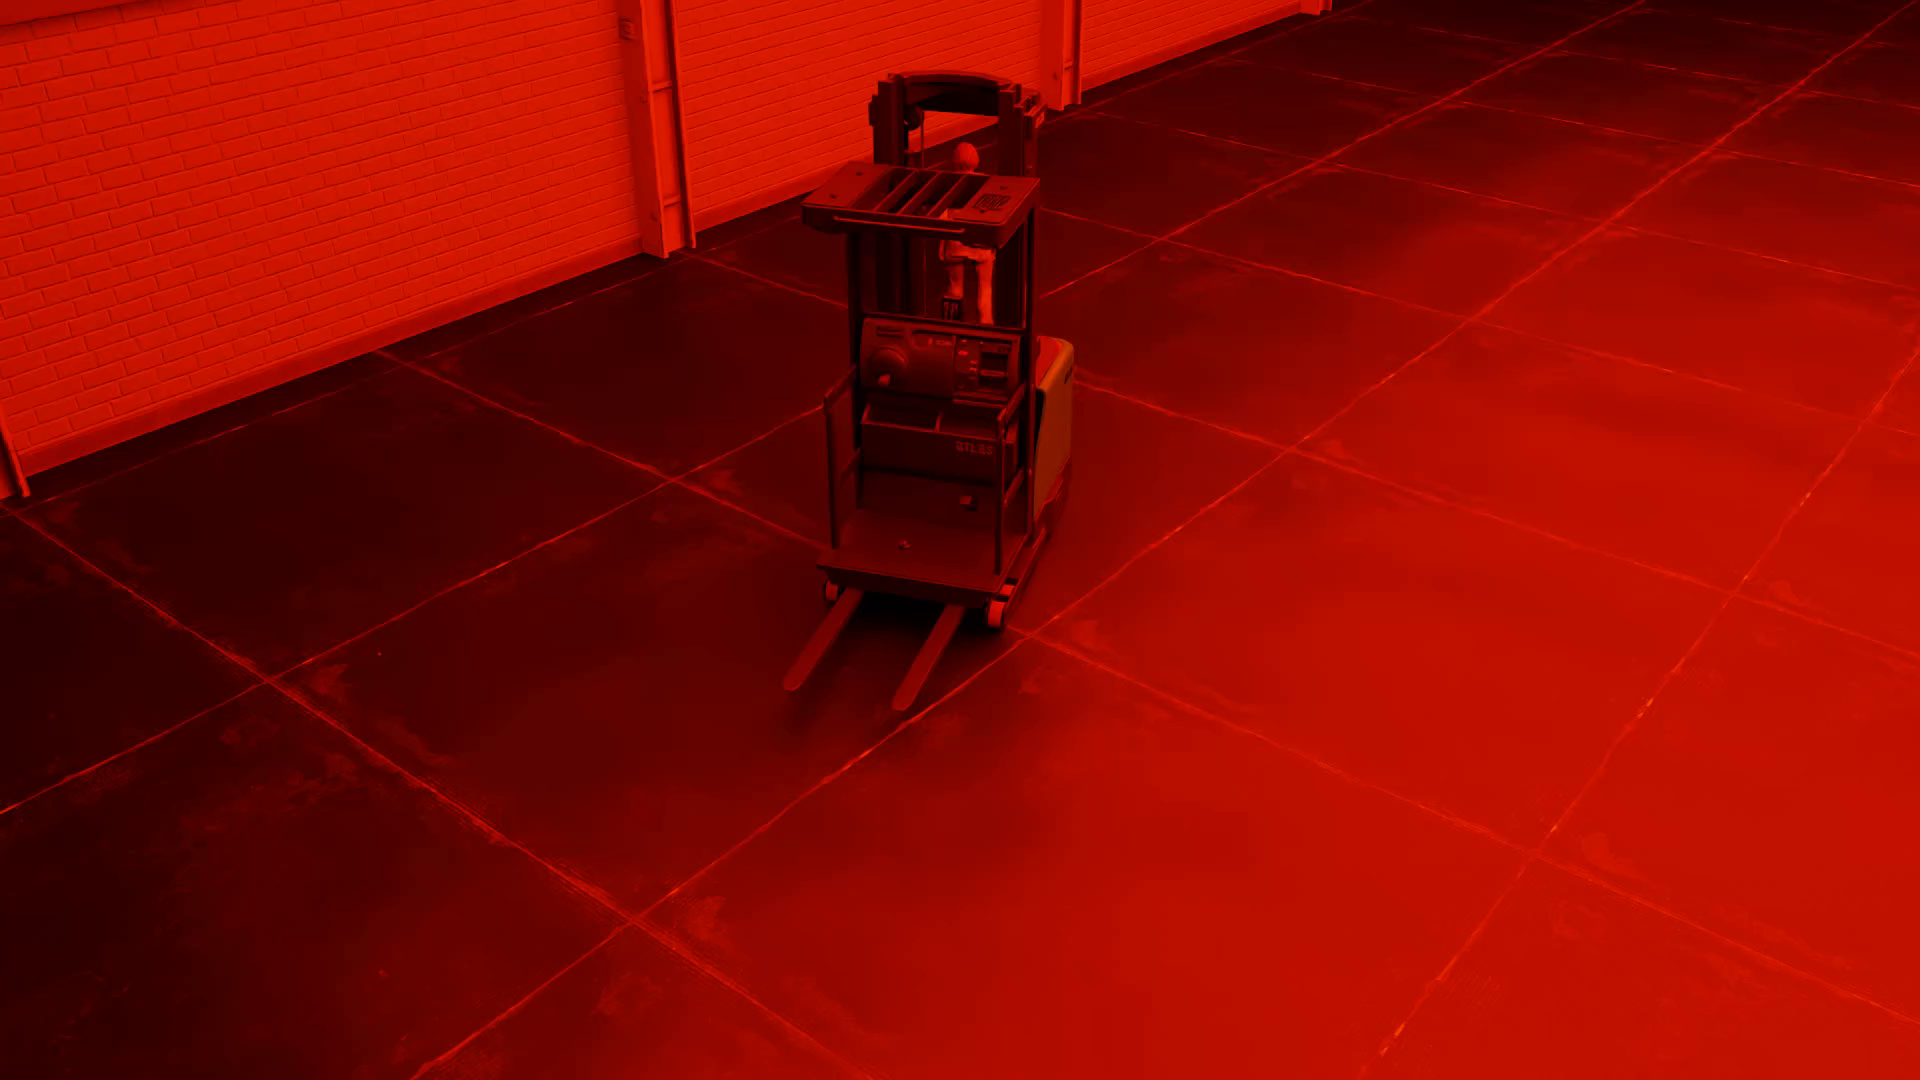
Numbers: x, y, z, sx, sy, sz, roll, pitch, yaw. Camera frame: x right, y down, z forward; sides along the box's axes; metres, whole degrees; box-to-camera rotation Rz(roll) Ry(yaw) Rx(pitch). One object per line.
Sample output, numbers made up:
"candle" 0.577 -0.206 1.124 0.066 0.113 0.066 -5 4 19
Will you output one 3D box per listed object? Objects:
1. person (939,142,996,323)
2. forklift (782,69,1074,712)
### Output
"person" 0.064 -2.244 12.766 0.468 1.590 0.348 0 30 0
"forklift" -0.176 -0.972 9.258 1.130 2.935 3.031 9 31 14
